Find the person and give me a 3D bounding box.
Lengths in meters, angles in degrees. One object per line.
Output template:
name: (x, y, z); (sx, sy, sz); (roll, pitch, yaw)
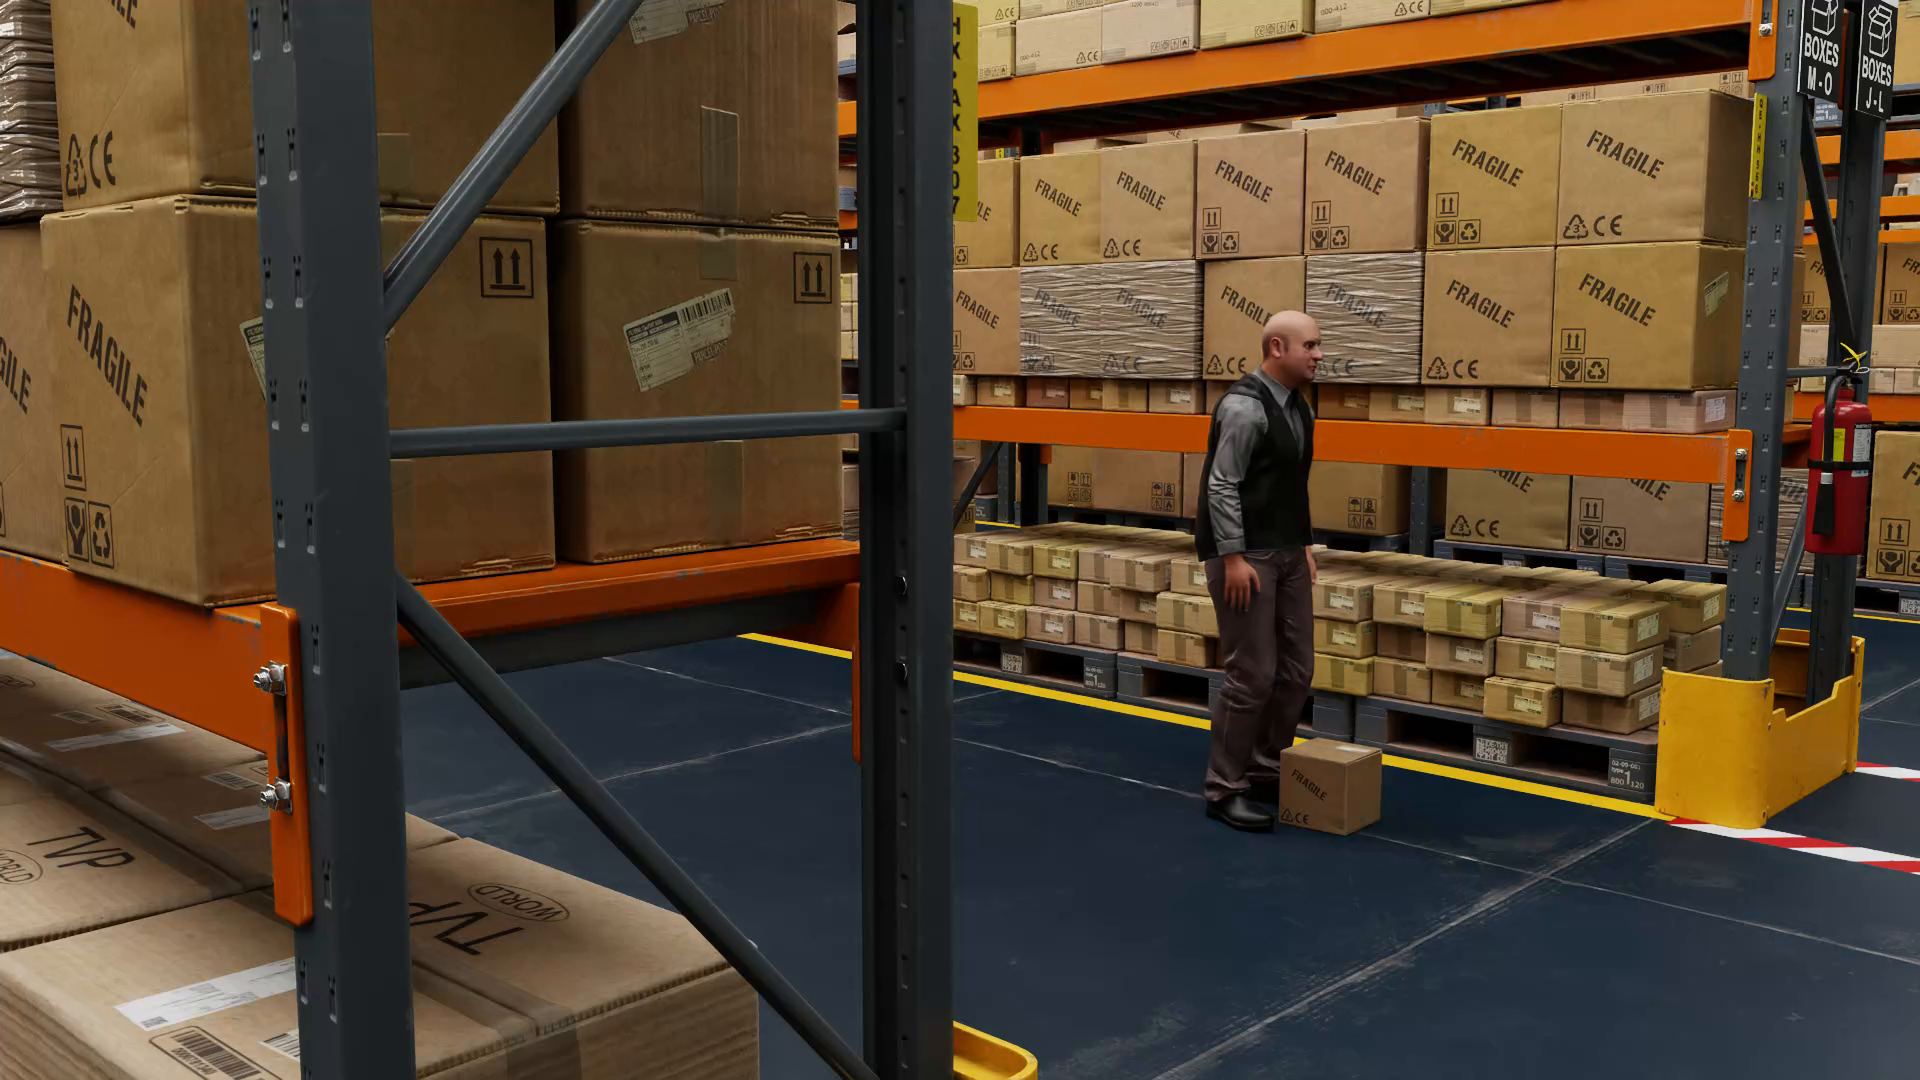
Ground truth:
person: (1.035, 0.079, 5.712); (0.424, 1.720, 0.589); (6, 9, 39)
